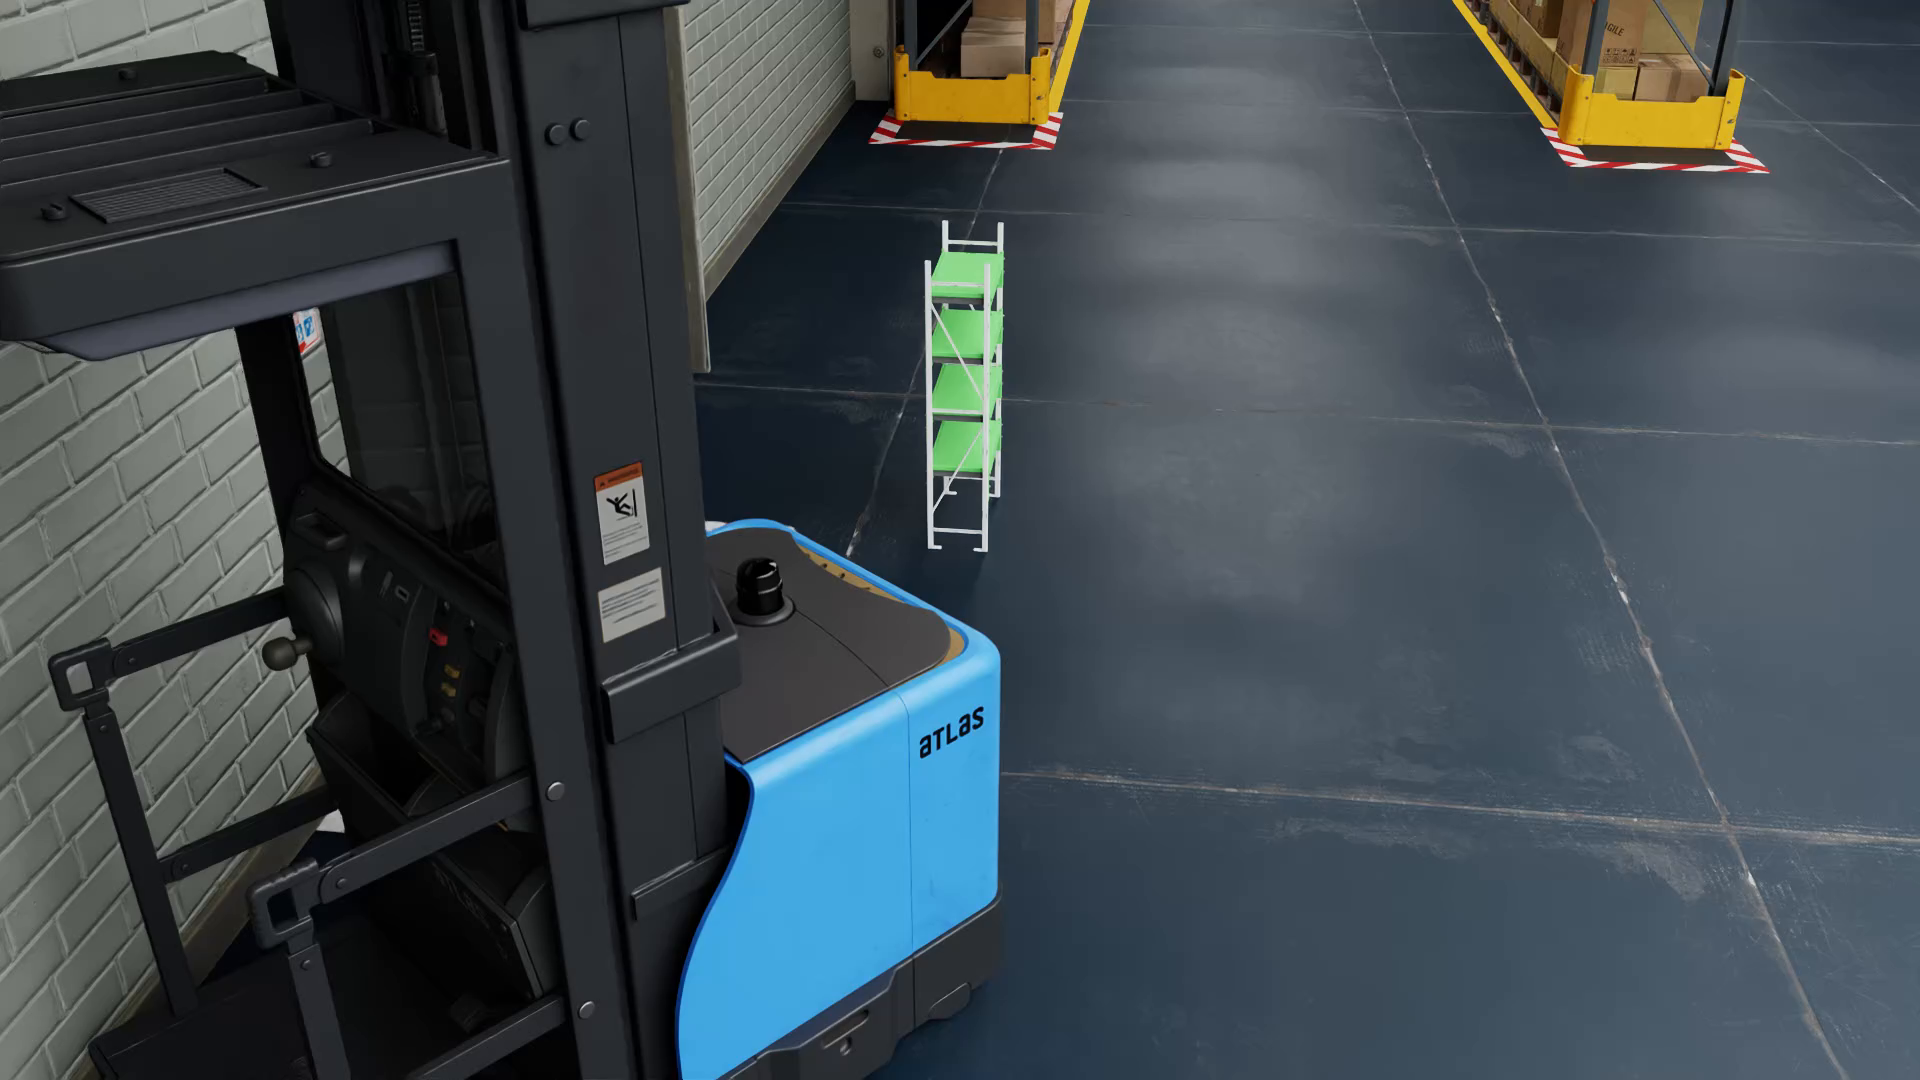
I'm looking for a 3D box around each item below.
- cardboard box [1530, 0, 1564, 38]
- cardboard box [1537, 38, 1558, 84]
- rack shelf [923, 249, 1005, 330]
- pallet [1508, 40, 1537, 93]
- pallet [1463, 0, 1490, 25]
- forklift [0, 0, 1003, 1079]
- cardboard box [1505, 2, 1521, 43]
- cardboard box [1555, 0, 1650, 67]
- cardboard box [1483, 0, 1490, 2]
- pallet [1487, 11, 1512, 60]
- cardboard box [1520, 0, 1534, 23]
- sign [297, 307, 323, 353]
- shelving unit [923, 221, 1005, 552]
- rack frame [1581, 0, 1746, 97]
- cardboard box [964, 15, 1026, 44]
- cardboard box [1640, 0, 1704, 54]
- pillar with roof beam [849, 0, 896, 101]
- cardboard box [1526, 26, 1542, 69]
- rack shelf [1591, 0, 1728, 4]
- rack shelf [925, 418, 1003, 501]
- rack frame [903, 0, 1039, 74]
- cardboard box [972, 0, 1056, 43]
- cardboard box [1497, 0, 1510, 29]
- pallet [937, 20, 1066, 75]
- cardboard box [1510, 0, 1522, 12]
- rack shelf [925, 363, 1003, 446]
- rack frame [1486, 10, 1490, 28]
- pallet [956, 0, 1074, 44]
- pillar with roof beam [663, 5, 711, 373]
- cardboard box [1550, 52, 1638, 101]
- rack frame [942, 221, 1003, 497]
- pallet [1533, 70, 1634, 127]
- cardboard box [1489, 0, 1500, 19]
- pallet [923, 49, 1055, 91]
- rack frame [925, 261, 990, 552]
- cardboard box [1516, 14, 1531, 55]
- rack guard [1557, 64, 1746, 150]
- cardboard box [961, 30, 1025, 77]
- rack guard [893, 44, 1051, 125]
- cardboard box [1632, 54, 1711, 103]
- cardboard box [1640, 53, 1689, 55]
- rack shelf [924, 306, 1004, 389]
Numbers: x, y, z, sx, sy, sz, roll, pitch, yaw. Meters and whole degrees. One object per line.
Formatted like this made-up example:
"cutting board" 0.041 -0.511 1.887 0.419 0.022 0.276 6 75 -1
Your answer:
"cardboard box" 4.877 -4.299 13.232 0.500 0.500 0.500 3 28 6
"cardboard box" 4.821 -3.733 12.973 0.500 0.250 0.500 3 28 6
"rack shelf" 0.020 -0.972 6.413 0.258 0.148 0.480 3 28 6
"pallet" 5.203 -3.961 13.879 1.003 0.211 1.213 3 28 6
"pallet" 5.541 -5.257 16.286 1.003 0.211 1.213 3 28 6
"forklift" -1.302 0.218 3.255 3.031 2.935 1.130 -24 37 -37
"cardboard box" 4.999 -4.439 14.284 0.500 0.250 0.500 3 28 6
"cardboard box" 4.769 -3.827 12.357 0.500 0.500 0.500 3 28 6
"cardboard box" 5.252 -5.322 15.923 0.500 0.250 0.500 3 28 6
"pallet" 5.350 -4.536 14.948 1.003 0.211 1.213 3 28 6
"cardboard box" 4.940 -4.534 13.669 0.500 0.500 0.500 3 28 6
"sign" -1.937 -0.695 4.840 0.001 0.329 0.234 3 28 6
"shelving unit" 0.020 -0.606 6.610 0.258 1.200 0.503 3 28 6
"rack frame" 4.999 -4.253 11.482 1.000 3.000 0.127 3 28 6
"cardboard box" 0.326 -4.138 13.639 0.500 0.311 0.500 6 29 10
"cardboard box" 5.345 -4.033 12.738 0.500 0.500 0.500 3 28 6
"pillar with roof beam" 3.582 -7.310 10.831 9.100 9.000 0.400 3 28 6
"cardboard box" 4.880 -3.969 13.410 0.500 0.250 0.500 3 28 6
"rack shelf" 5.244 -4.878 13.400 1.077 0.370 4.000 3 28 6
"rack shelf" 0.020 -0.339 6.754 0.258 0.148 0.480 3 28 6
"rack frame" 0.082 -4.539 12.013 1.000 3.000 0.127 3 28 6
"cardboard box" 0.466 -4.564 14.230 0.700 0.500 0.500 2 28 3
"cardboard box" 5.065 -4.675 14.720 0.500 0.250 0.500 3 28 6
"pallet" 0.378 -4.300 14.510 1.003 0.211 1.213 3 28 6
"cardboard box" 4.999 -4.770 14.106 0.500 0.500 0.500 3 28 6
"rack shelf" 0.020 -0.550 6.640 0.258 0.148 0.480 3 28 6
"rack frame" 5.489 -6.136 14.977 1.000 3.000 0.127 3 28 6
"pallet" 0.525 -4.876 15.579 1.003 0.211 1.213 3 28 6
"pillar with roof beam" 2.847 -4.486 5.588 9.100 9.000 0.400 3 28 6
"cardboard box" 4.771 -3.497 12.535 0.500 0.250 0.500 3 28 6
"rack frame" 0.050 -0.721 6.823 0.240 1.200 0.015 3 28 6
"pallet" 5.051 -3.388 12.816 1.003 0.211 1.213 3 28 6
"cardboard box" 5.131 -4.910 15.157 0.500 0.250 0.500 3 28 6
"pallet" 0.226 -3.728 13.447 1.003 0.211 1.213 3 28 6
"rack frame" -0.010 -0.491 6.397 0.240 1.200 0.015 3 28 6
"cardboard box" 4.943 -4.204 13.847 0.500 0.250 0.500 3 28 6
"rack guard" 4.996 -3.141 12.054 1.175 0.500 0.348 3 28 6
"cardboard box" 0.256 -3.870 13.141 0.500 0.311 0.500 0 28 0
"rack guard" 0.091 -3.474 12.672 1.175 0.500 0.348 3 28 6
"cardboard box" 5.285 -3.467 12.479 0.500 0.250 0.500 3 28 6
"cardboard box" 5.343 -3.702 12.916 0.500 0.250 0.500 3 28 6
"rack shelf" 0.020 -0.761 6.527 0.258 0.148 0.480 3 28 6
